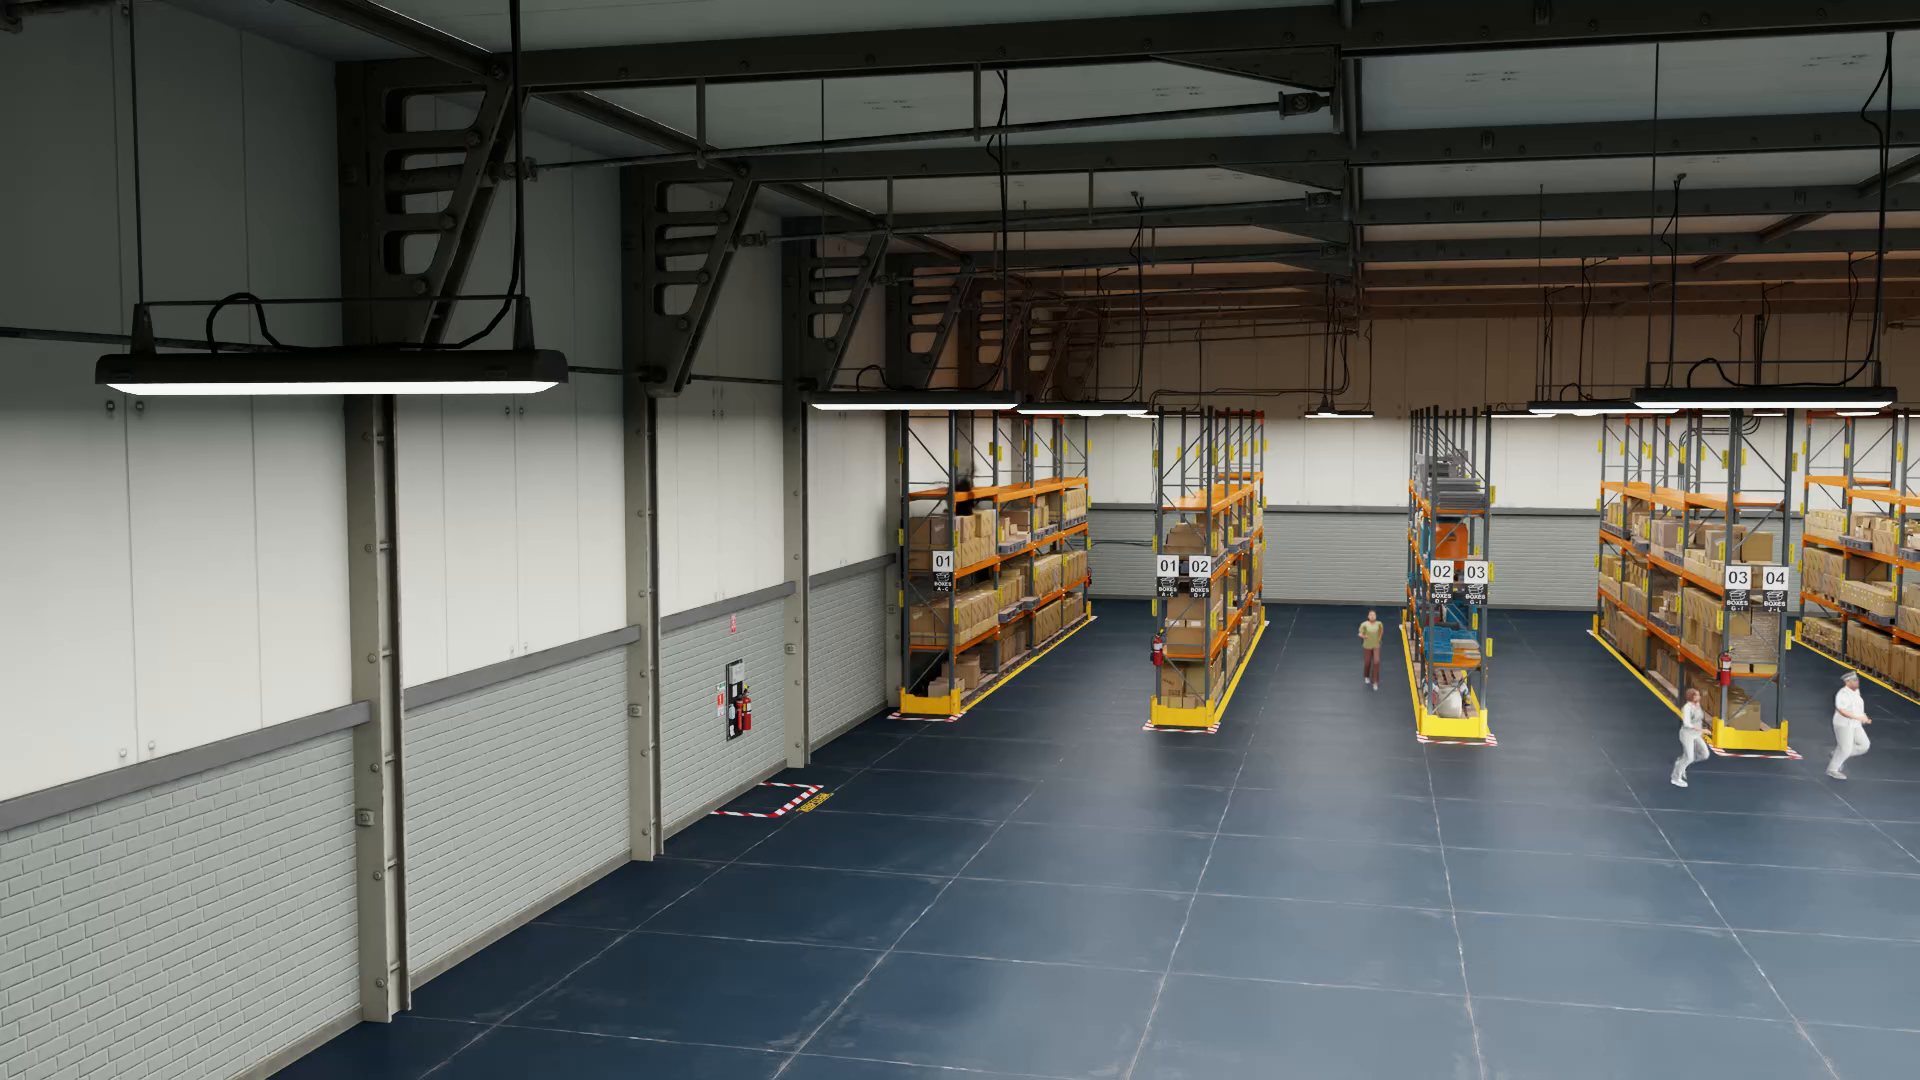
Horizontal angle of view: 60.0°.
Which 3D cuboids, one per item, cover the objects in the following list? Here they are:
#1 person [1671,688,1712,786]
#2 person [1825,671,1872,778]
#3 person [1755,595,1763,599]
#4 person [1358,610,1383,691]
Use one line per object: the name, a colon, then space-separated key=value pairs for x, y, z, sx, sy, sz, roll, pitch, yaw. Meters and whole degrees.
person: x=11.467 y=3.128 z=26.001 sx=0.567 sy=1.467 sz=0.630 roll=-3 pitch=5 yaw=-40
person: x=14.259 y=2.947 z=26.581 sx=0.693 sy=1.742 sz=0.685 roll=-3 pitch=5 yaw=-36
person: x=20.245 y=1.805 z=41.904 sx=0.691 sy=1.779 sz=0.929 roll=1 pitch=4 yaw=19
person: x=8.817 y=2.328 z=35.688 sx=0.544 sy=1.698 sz=0.890 roll=1 pitch=4 yaw=8
